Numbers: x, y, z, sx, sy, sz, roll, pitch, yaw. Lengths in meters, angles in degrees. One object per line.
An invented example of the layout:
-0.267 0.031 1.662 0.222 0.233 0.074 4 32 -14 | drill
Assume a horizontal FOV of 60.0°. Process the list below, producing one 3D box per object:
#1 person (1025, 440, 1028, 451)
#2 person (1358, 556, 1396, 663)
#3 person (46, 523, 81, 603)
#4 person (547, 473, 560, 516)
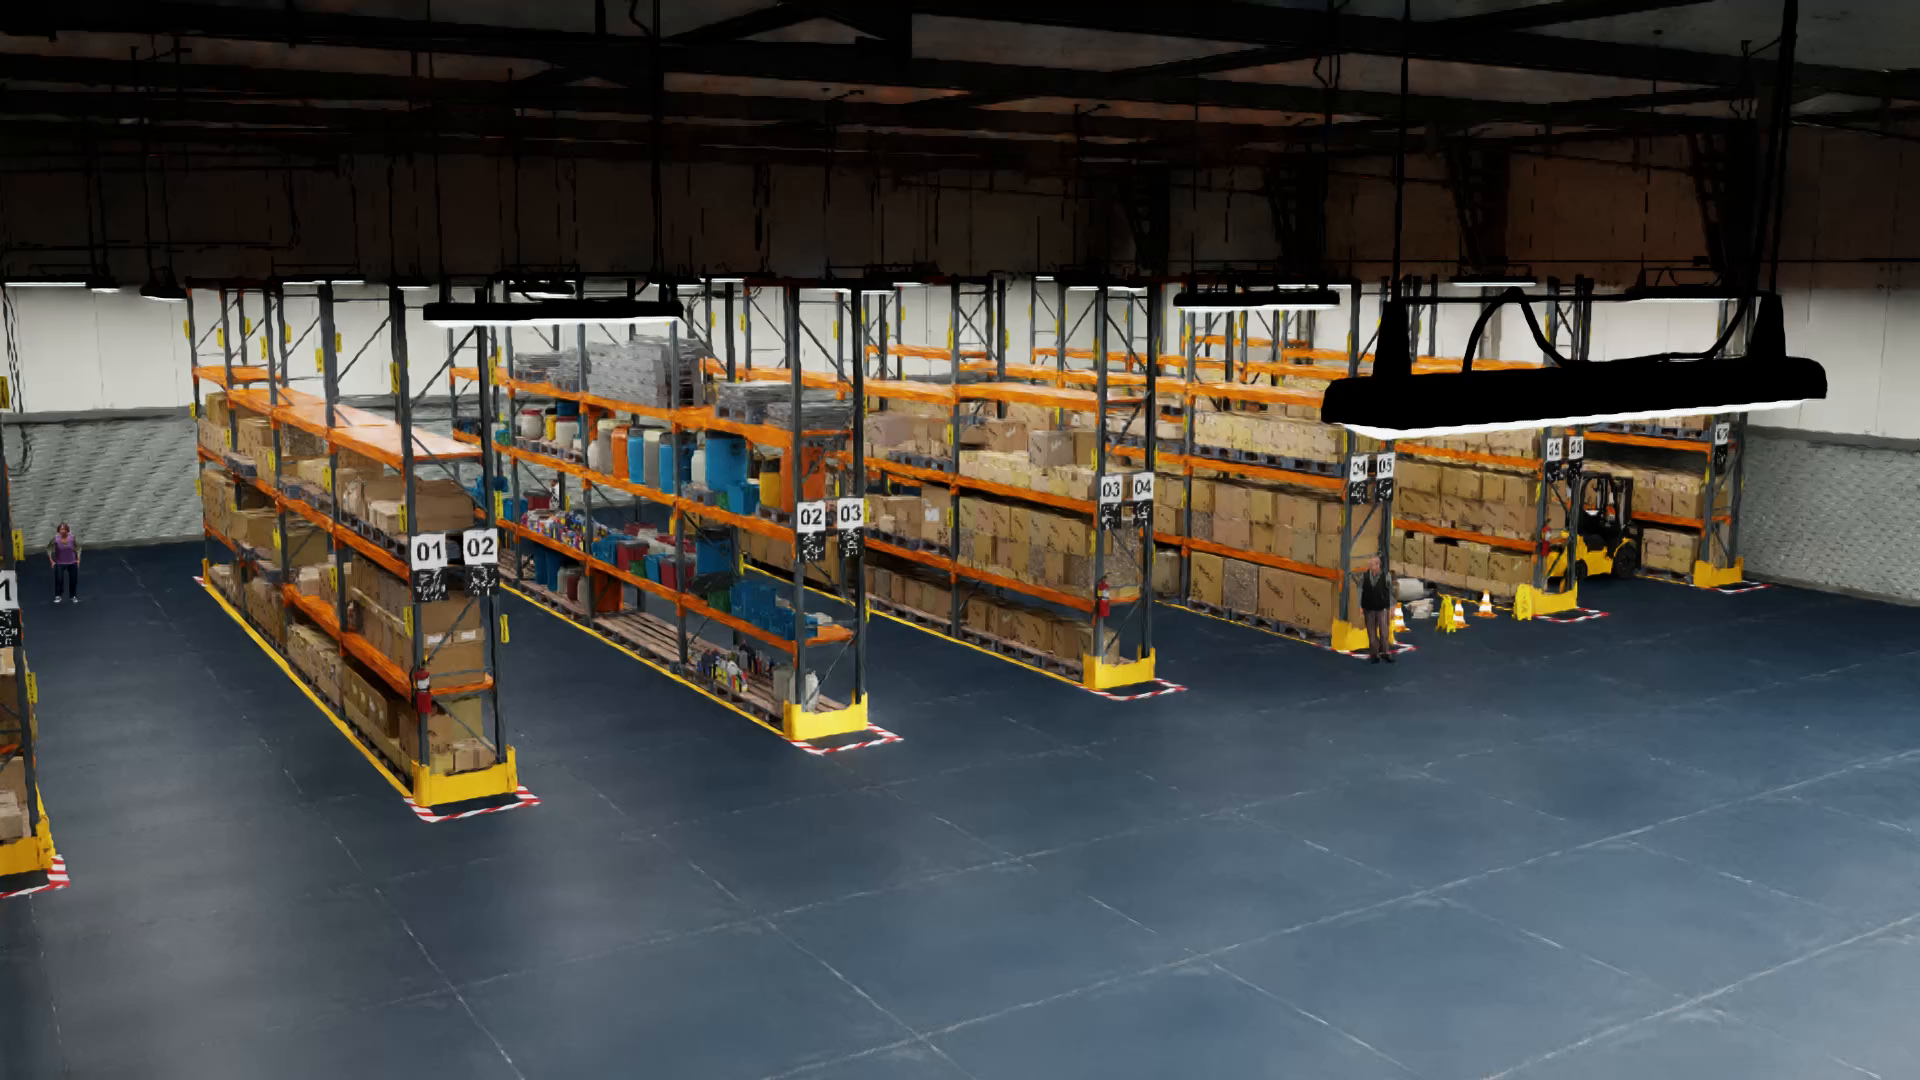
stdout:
1.881 -1.986 44.570 0.585 1.762 0.706 6 11 32 | person
6.594 1.100 26.256 0.643 1.715 0.398 5 11 26 | person
-16.630 0.424 30.894 0.566 1.541 0.519 -7 12 -34 | person
-8.915 -0.649 36.849 0.498 1.660 0.598 -7 12 -35 | person
